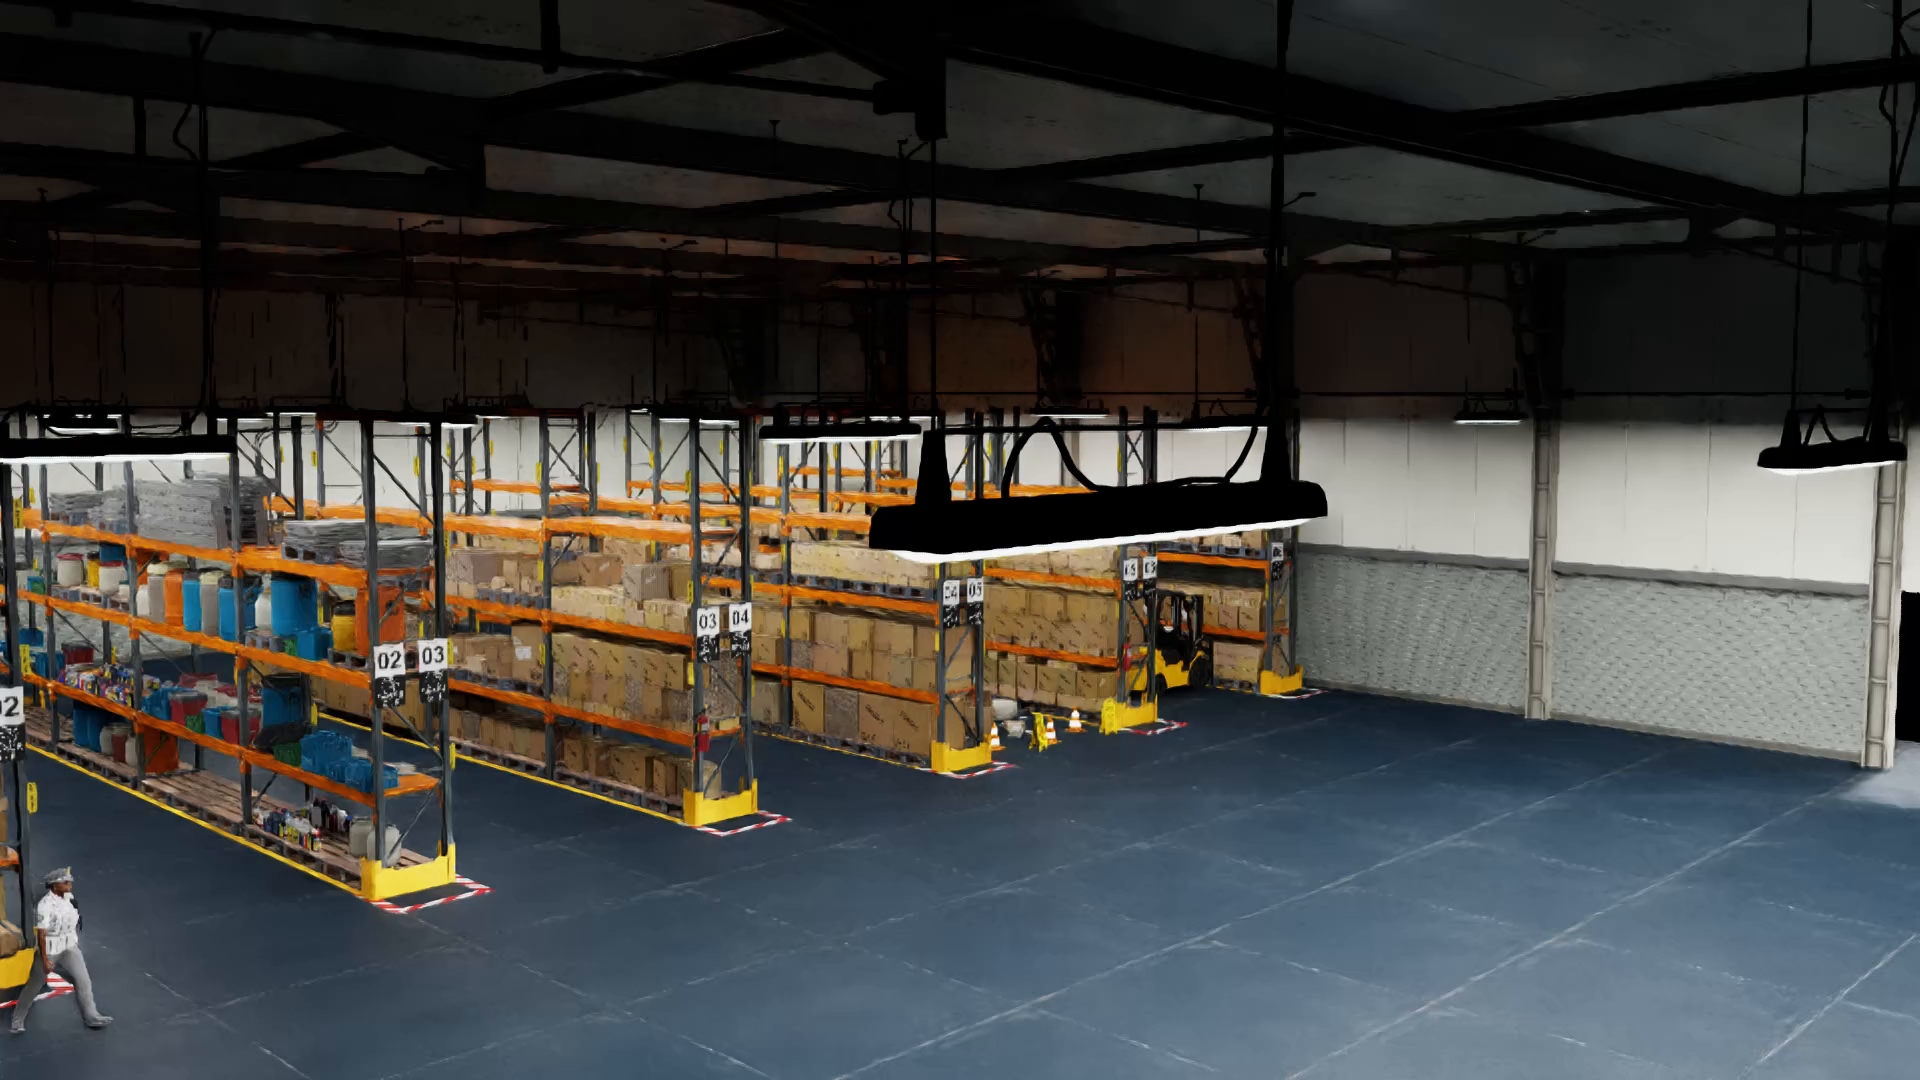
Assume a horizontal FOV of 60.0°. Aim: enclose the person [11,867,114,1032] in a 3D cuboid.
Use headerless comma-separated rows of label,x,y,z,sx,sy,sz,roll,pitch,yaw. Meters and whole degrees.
person,-8.958,4.046,16.453,0.914,1.645,0.557,2,5,18
